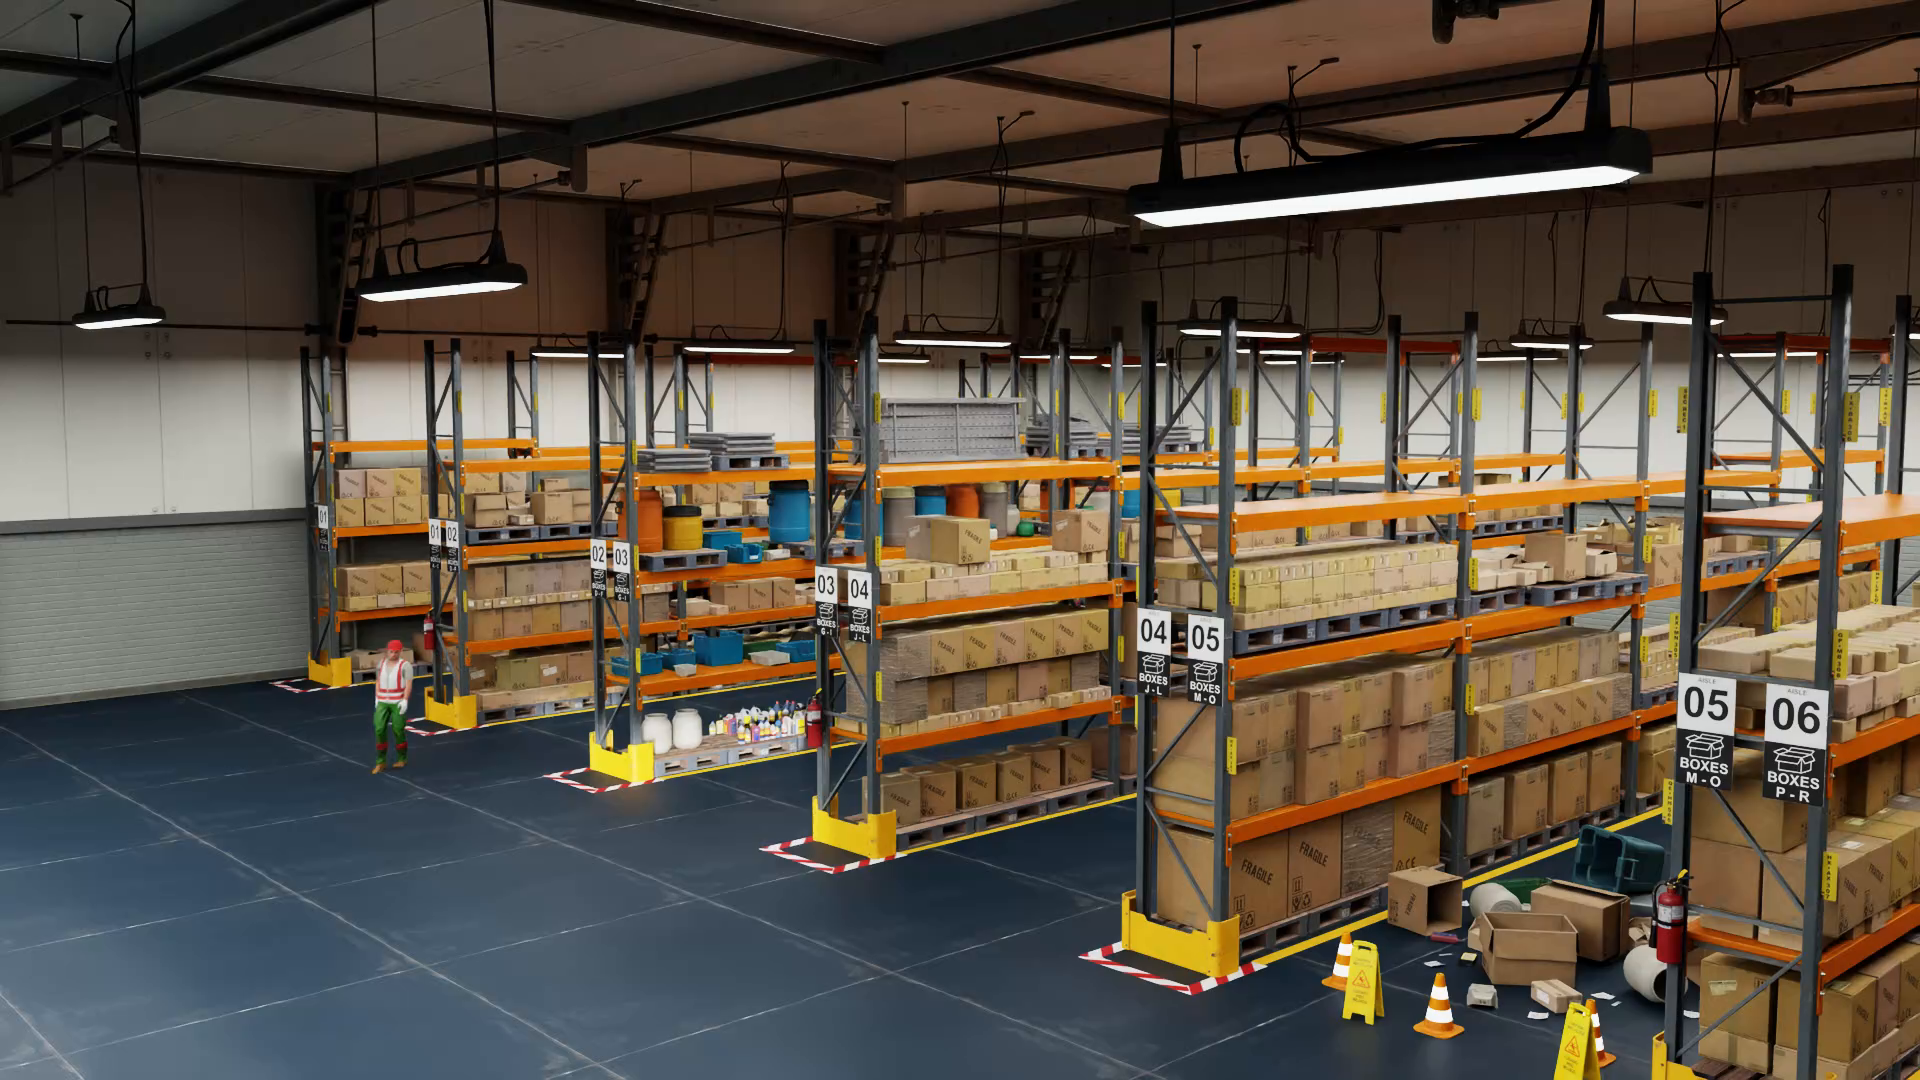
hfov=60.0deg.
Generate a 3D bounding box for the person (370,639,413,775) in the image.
[{"bbox_3d":[-7.816,2.289,22.805,0.566,1.837,0.586,0,5,3],"label":"person"}]

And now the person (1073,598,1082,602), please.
[{"bbox_3d":[2.539,1.441,33.407,0.688,1.581,0.581,-3,6,-33],"label":"person"}]
